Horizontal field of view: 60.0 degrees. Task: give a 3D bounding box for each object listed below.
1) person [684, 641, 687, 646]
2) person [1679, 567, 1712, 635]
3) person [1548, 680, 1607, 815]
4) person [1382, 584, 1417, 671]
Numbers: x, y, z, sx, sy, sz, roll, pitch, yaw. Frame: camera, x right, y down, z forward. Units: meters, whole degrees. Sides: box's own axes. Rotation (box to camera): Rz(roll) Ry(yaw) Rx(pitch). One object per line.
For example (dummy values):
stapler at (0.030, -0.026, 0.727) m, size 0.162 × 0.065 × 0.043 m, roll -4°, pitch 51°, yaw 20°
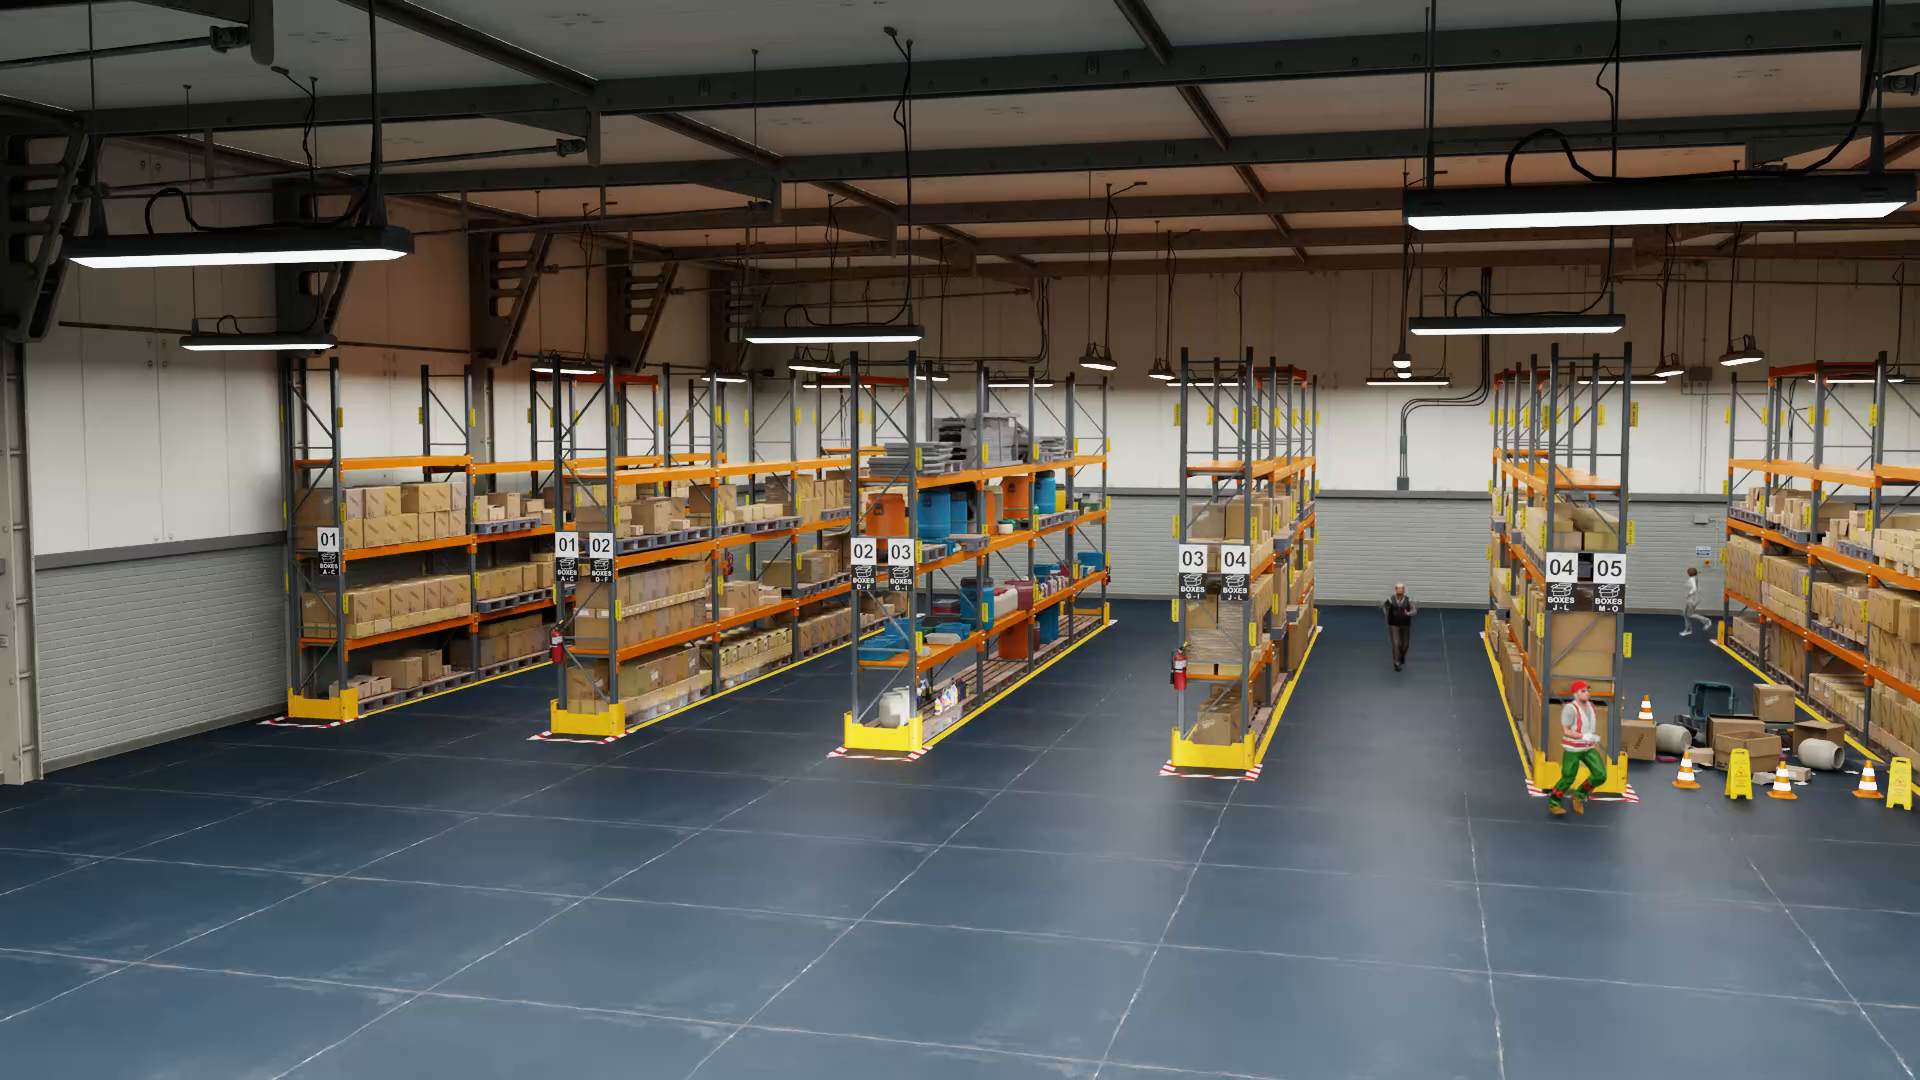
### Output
person at (-5.764, 1.627, 34.668) m, size 0.562 × 1.656 × 0.926 m, roll 0°, pitch 4°, yaw 2°
person at (16.884, 1.418, 38.125) m, size 0.699 × 1.578 × 0.540 m, roll 2°, pitch 5°, yaw 30°
person at (7.724, 2.592, 20.659) m, size 0.684 × 1.735 × 0.822 m, roll -2°, pitch 5°, yaw -23°
person at (8.721, 1.714, 33.014) m, size 0.665 × 1.699 × 0.940 m, roll 1°, pitch 4°, yaw 9°
